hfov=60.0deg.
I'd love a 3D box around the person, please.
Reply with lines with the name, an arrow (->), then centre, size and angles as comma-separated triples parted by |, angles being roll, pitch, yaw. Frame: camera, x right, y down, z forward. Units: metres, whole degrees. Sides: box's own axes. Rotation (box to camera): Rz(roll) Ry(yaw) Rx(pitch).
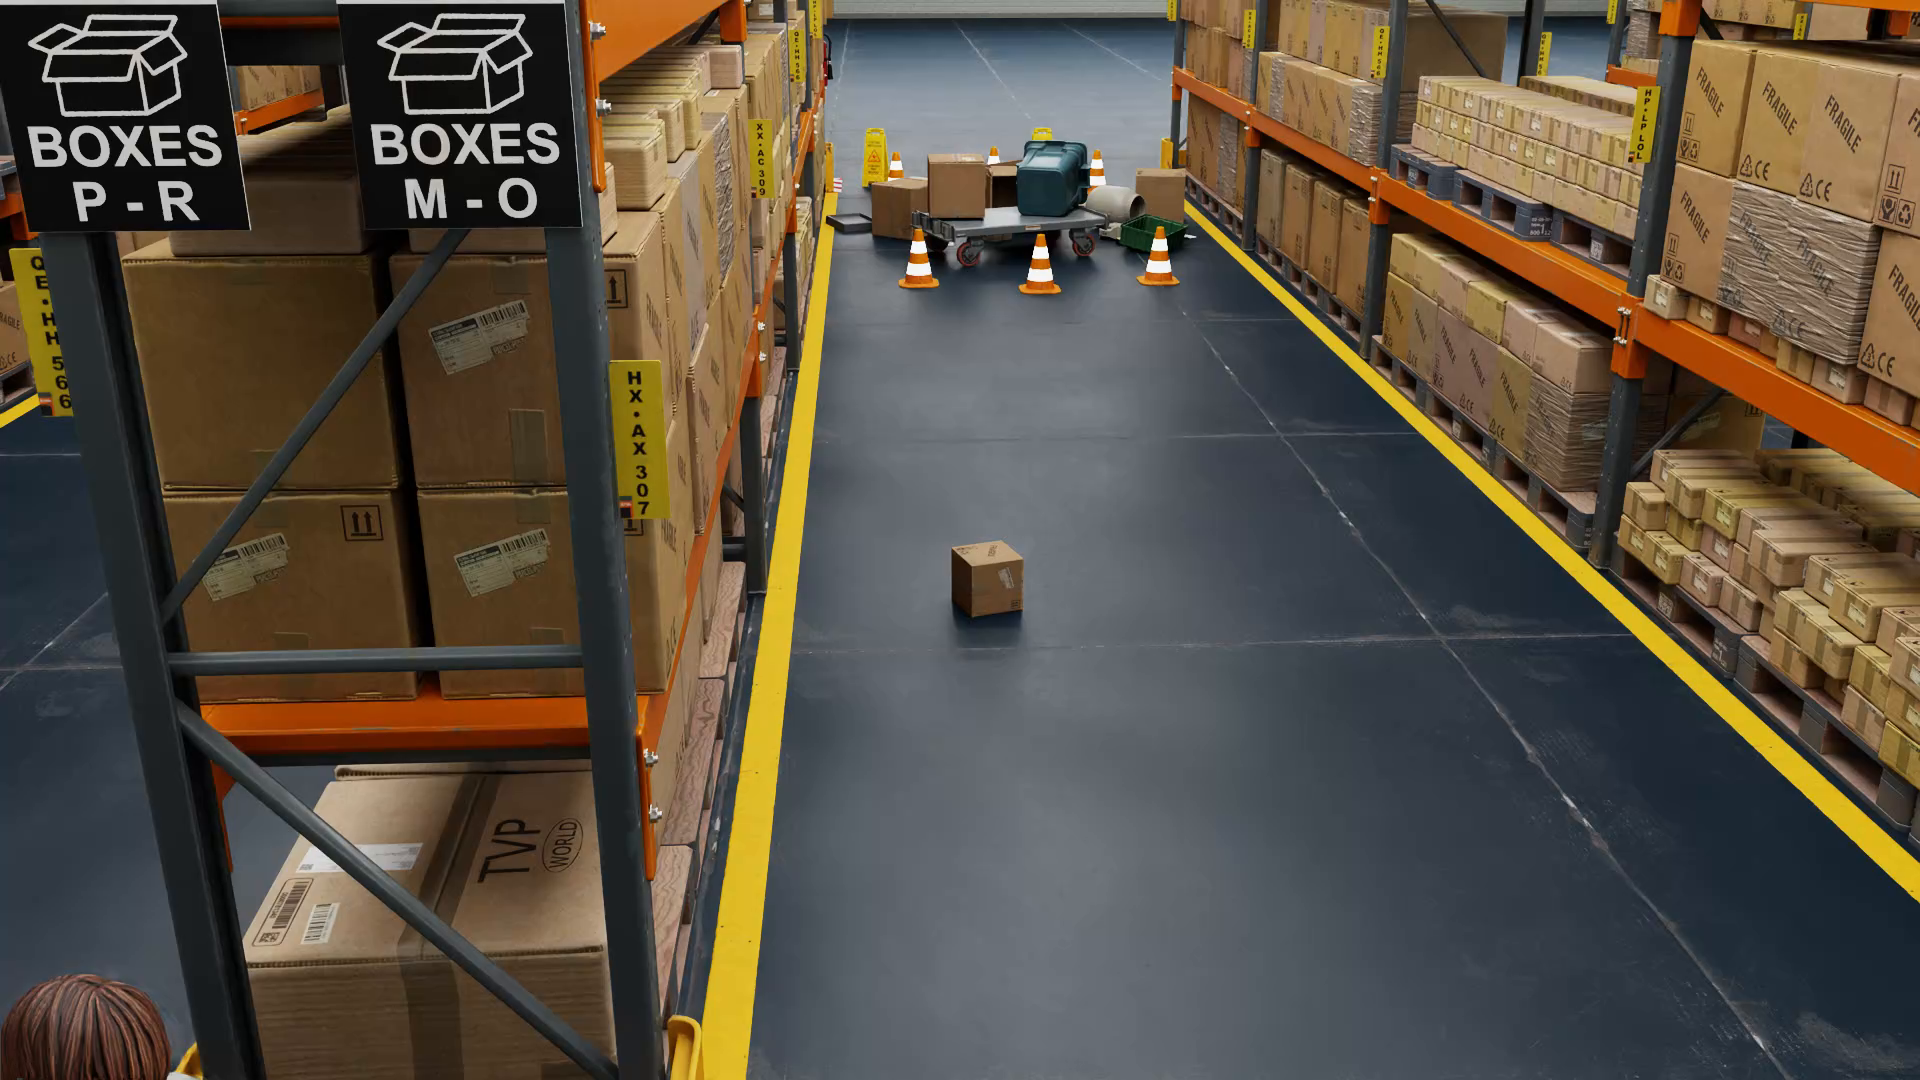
person -> -1.142, 1.367, 2.464 | 0.463, 1.624, 0.474 | 1, 21, 3
